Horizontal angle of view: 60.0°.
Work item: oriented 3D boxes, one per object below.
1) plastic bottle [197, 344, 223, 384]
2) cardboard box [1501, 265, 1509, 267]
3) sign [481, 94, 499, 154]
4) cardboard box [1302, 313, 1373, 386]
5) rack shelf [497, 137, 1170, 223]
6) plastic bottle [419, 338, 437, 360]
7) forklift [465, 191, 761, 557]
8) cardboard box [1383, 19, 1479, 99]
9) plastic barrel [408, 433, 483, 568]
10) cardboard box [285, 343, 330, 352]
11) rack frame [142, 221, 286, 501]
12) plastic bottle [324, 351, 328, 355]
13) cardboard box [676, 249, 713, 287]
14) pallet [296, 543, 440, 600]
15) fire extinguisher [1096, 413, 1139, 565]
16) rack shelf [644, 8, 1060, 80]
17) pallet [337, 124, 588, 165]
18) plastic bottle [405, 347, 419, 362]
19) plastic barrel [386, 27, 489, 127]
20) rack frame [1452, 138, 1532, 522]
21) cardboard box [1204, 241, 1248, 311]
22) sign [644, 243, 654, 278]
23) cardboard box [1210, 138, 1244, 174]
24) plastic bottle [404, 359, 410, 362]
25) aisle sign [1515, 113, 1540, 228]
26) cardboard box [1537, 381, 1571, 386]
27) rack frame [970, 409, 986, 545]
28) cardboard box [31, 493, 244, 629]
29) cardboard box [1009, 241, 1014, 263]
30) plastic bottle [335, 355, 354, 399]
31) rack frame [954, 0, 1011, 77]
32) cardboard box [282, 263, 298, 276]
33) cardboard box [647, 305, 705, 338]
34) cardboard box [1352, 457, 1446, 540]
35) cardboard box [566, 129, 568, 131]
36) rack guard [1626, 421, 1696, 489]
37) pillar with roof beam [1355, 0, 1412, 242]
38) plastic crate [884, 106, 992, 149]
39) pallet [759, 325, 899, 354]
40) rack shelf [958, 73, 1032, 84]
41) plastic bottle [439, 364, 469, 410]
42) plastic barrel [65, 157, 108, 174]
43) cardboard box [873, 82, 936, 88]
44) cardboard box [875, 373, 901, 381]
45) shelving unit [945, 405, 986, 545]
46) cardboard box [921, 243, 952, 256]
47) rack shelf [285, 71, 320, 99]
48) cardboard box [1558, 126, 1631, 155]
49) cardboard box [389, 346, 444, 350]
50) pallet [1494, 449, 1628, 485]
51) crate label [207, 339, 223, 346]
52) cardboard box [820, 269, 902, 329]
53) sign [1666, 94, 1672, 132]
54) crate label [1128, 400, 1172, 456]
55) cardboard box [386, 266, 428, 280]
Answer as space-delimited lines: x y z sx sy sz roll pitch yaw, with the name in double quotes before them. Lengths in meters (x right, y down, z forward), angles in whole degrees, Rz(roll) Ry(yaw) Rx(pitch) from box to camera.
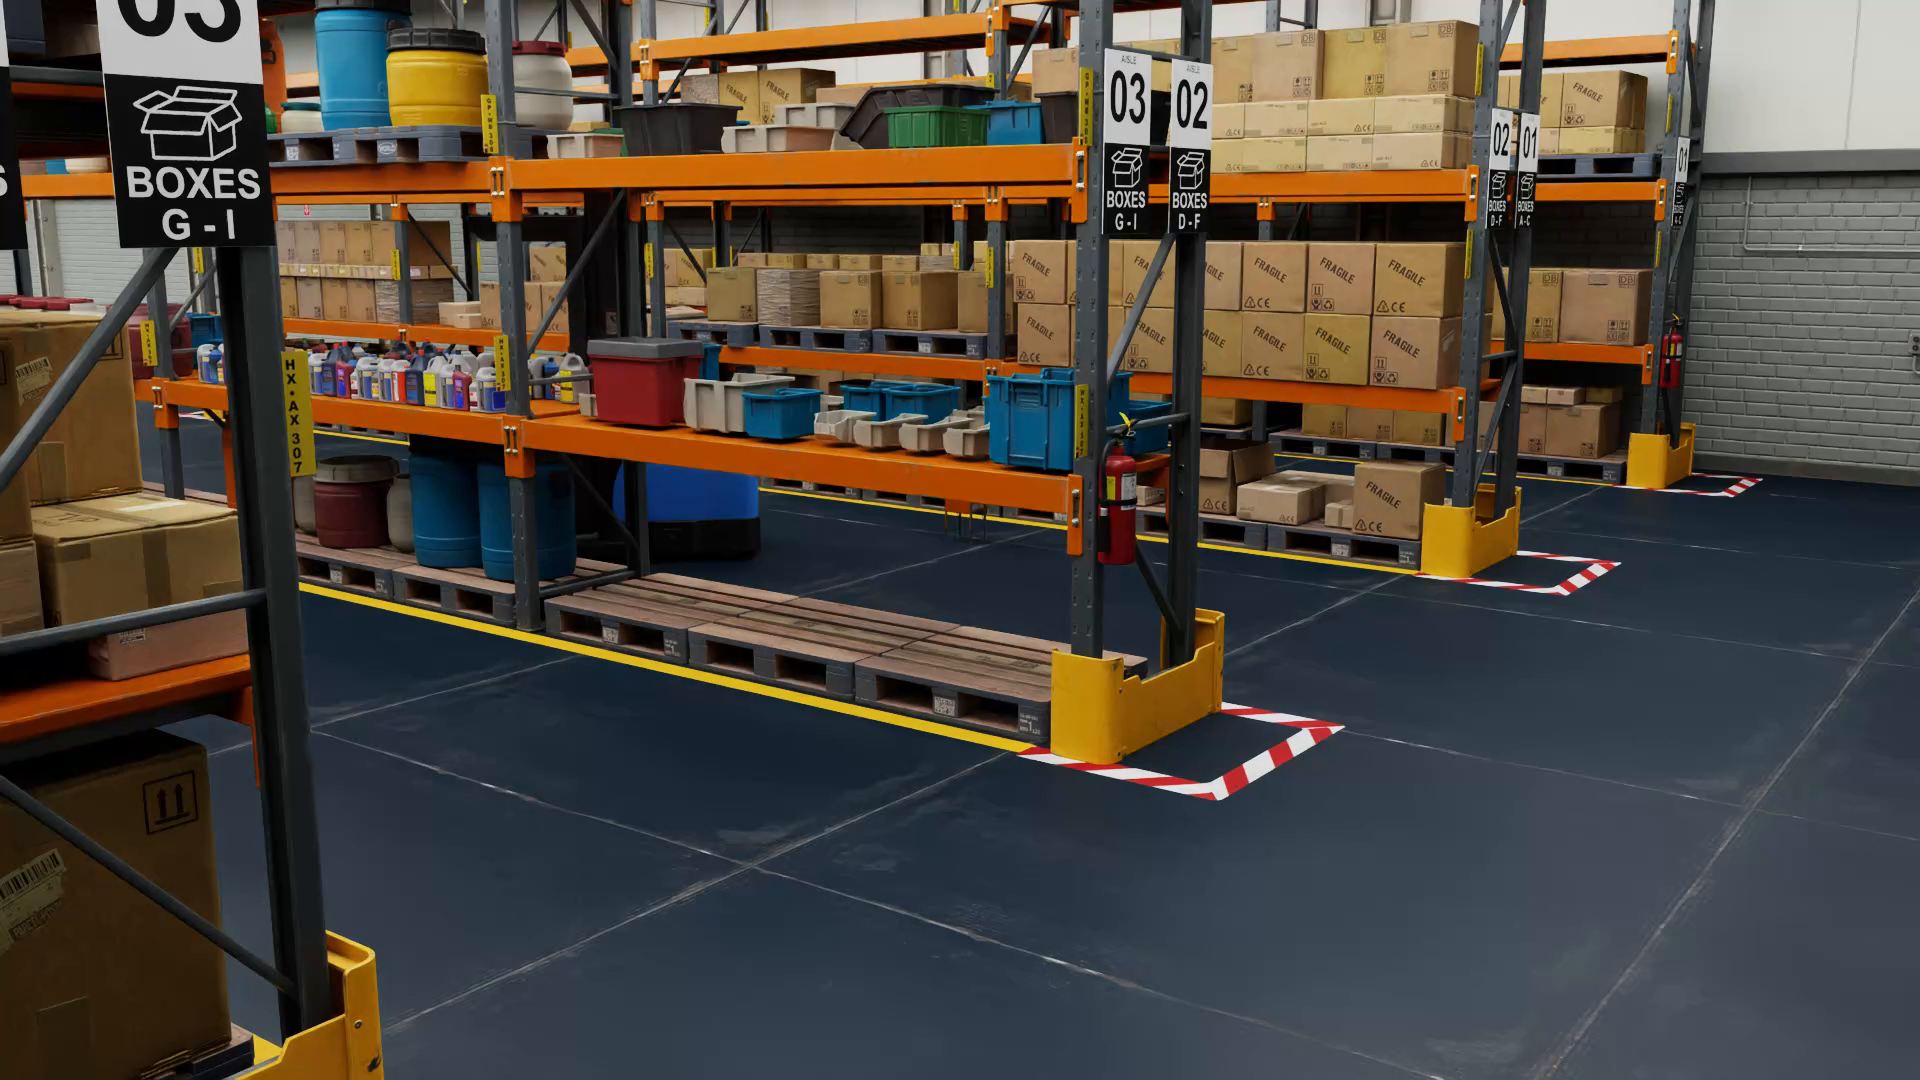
"plastic bottle" -5.432 -1.279 12.072 0.135 0.276 0.152 8 13 36
"cardboard box" 5.104 -2.426 16.883 0.700 0.700 0.980 7 13 33
"sign" -2.692 -2.382 9.523 0.005 0.325 0.100 8 13 36
"cardboard box" 2.851 -1.412 12.170 0.500 0.500 0.500 8 14 36
"rack shelf" -0.753 -1.883 8.864 4.000 0.370 1.077 8 13 36
"plastic bottle" -3.729 -1.246 11.700 0.185 0.351 0.144 8 13 36
"forklift" -3.038 -1.349 12.285 3.031 2.935 1.130 -2 11 -8
"cardboard box" 3.370 -3.365 11.732 0.500 0.500 0.700 8 13 36
"plastic barrel" -3.364 -0.308 11.144 0.708 0.901 0.600 8 13 36
"cardboard box" -7.987 -2.116 20.227 0.500 0.500 0.500 8 13 36
"rack frame" -5.589 -1.438 12.568 0.127 3.000 1.000 8 13 36
"plastic bottle" -4.743 -1.319 12.473 0.097 0.201 0.097 0 11 0
"cardboard box" -3.513 -3.715 22.703 0.500 0.500 0.500 8 13 35
"pallet" -3.950 0.150 11.698 1.213 0.211 1.003 8 13 36
"fire extinguisher" 0.711 -0.231 7.514 0.183 0.674 0.296 8 13 36
"rack shelf" -1.042 -4.367 14.859 4.000 0.370 1.077 8 13 36
"pallet" -3.055 -2.442 10.354 1.003 0.211 1.213 8 13 36
"plastic bottle" -3.869 -1.227 11.784 0.133 0.283 0.061 8 13 36
"plastic barrel" -3.221 -2.832 10.270 0.600 0.588 0.600 0 11 0
"rack frame" 3.794 -1.297 11.836 0.127 3.000 1.000 8 13 36
"cardboard box" 2.030 -2.017 12.662 0.500 0.500 0.500 8 14 37
"sign" -2.980 -2.679 15.934 0.005 0.325 0.100 8 13 36
"cardboard box" 2.023 -2.884 12.538 0.500 0.250 0.500 8 13 36
"plastic bottle" -3.625 -1.054 10.922 0.097 0.271 0.097 0 11 0
"aisle sign" 4.022 -2.611 11.782 0.004 0.787 0.394 8 13 36
"cardboard box" 5.910 -1.490 16.601 0.250 0.149 0.380 8 14 36
"rack frame" 0.141 -0.496 12.828 0.008 1.050 0.200 8 13 36
"cardboard box" -2.300 0.052 4.478 0.500 0.250 0.500 8 13 34
"cardboard box" 0.922 -3.377 19.517 0.500 0.250 0.500 8 13 35
"plastic bottle" -4.084 -1.084 11.044 0.133 0.283 0.061 8 13 36
"rack frame" 0.275 -5.900 19.838 0.127 3.000 1.000 8 13 36
"cardboard box" -7.874 -3.242 19.918 0.250 0.149 0.380 8 13 35
"cardboard box" -2.922 -2.200 16.740 0.500 0.311 0.500 9 14 39
"cardboard box" 3.210 -0.309 12.153 0.500 0.500 0.500 8 13 36
"cardboard box" -5.632 -5.732 23.918 0.500 0.500 0.500 8 13 35
"rack guard" 6.742 -0.826 15.982 0.348 0.500 1.175 8 13 36
"pillar with roof beam" 2.027 -4.845 14.384 0.400 9.000 9.100 8 13 36
"plastic crate" -0.105 -1.975 8.001 0.336 0.188 0.450 8 13 36
"pallet" -1.084 -1.884 15.377 1.213 0.211 1.003 8 13 36
"rack shelf" 1.887 -5.126 18.782 4.000 0.370 1.077 8 13 36
"plastic bottle" -3.169 -0.964 10.440 0.135 0.276 0.152 8 13 36
"plastic barrel" -6.753 -2.950 12.850 0.301 0.262 0.301 0 11 0
"cardboard box" -0.345 -3.663 14.538 0.600 0.600 0.600 8 13 35
"cardboard box" -0.683 -2.093 21.372 0.500 0.500 0.700 8 13 35
"shelving unit" 0.043 -0.509 12.899 0.252 1.050 0.215 8 13 36
"cardboard box" -0.289 -3.607 20.647 0.250 0.149 0.380 5 12 26
"rack shelf" -7.490 -5.267 19.509 4.000 0.370 1.077 8 13 36
"cardboard box" 5.975 -3.752 15.654 0.500 0.250 0.500 8 14 37
"cardboard box" -6.475 -2.025 19.761 0.500 0.500 0.500 8 13 36
"pallet" 6.032 -0.764 16.426 1.213 0.211 1.003 8 13 36
"crate label" -5.707 -1.461 13.125 0.416 0.233 0.303 8 13 36
"cardboard box" -0.891 -2.191 15.089 0.500 0.500 0.700 4 12 21
"sign" 6.390 -3.843 14.975 0.005 0.325 0.100 8 13 36
"crate label" 0.855 -0.564 8.333 0.303 0.233 0.416 8 13 36
"cardboard box" -6.224 -3.011 18.727 0.250 0.149 0.380 8 13 35
